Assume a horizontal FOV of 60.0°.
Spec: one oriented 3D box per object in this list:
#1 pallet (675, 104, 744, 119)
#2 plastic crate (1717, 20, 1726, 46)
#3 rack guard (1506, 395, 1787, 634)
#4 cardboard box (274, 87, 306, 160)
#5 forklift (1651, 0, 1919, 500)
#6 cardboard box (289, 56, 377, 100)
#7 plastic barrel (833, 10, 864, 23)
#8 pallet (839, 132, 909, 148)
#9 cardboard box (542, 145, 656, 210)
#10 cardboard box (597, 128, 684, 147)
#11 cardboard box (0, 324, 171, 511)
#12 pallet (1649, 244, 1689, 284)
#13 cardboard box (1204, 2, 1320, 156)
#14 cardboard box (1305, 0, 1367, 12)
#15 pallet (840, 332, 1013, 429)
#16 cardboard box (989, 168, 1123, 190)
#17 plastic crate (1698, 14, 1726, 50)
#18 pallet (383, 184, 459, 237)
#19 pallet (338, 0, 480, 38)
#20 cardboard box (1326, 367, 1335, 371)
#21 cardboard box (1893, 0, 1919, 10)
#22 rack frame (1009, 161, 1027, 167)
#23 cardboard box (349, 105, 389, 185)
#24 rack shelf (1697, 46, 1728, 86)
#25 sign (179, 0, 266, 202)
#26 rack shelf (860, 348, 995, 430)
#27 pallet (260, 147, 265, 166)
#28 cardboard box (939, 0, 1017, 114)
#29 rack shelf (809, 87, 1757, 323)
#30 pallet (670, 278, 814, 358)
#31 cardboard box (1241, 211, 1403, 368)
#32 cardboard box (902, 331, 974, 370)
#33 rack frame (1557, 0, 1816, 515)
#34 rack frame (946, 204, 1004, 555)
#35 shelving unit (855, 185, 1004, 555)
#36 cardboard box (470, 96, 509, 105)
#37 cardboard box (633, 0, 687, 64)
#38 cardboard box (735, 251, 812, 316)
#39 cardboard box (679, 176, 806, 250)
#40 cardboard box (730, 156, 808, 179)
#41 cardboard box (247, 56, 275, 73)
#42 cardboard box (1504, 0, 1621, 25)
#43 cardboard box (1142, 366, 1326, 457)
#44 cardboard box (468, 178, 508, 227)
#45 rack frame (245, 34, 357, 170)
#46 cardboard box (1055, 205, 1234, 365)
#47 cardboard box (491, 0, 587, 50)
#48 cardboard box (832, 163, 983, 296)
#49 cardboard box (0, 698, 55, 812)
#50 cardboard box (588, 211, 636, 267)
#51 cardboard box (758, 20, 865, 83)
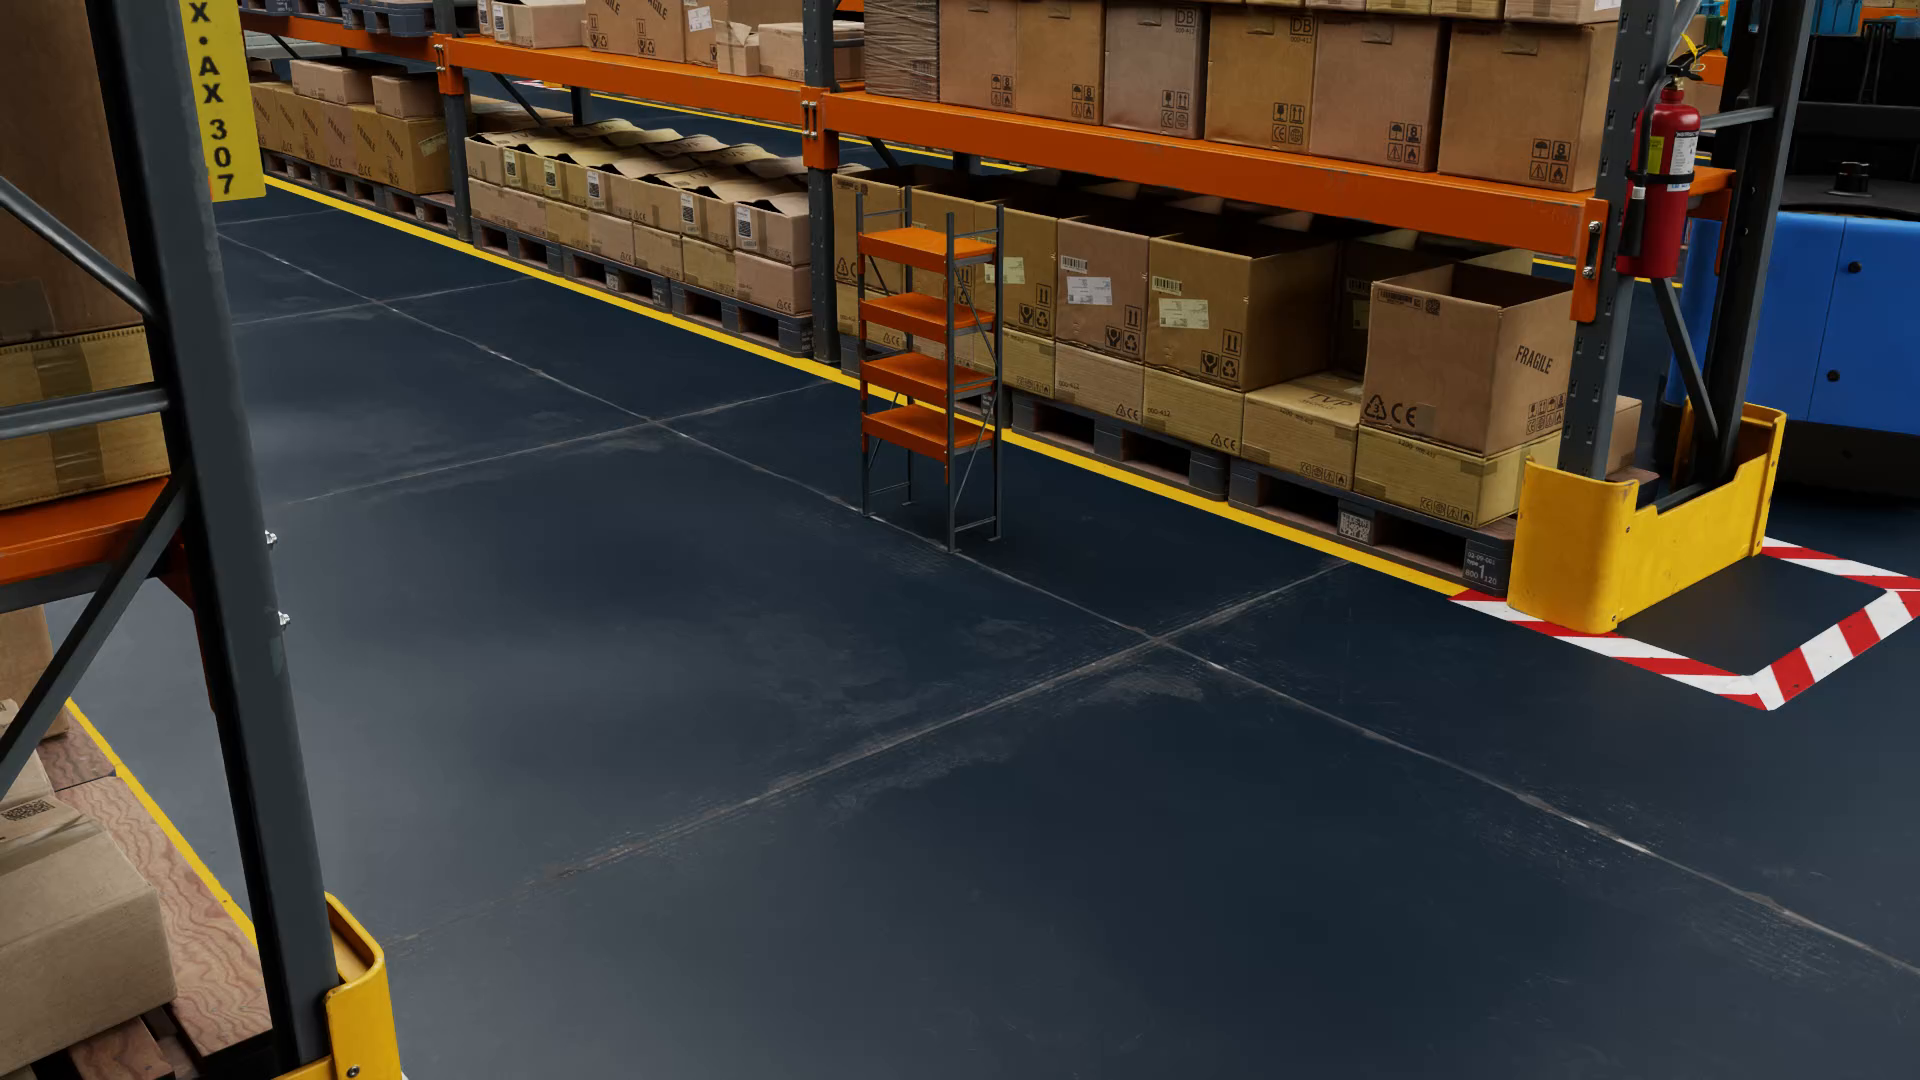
[{"bbox_3d":[-2.286,-4.672,17.623,1.003,0.211,1.213,-17,27,-37],"label":"pallet"},{"bbox_3d":[4.698,-3.055,10.033,0.530,0.136,0.437,-17,27,-37],"label":"plastic crate"},{"bbox_3d":[2.318,-0.113,5.586,1.175,0.500,0.348,-17,27,-37],"label":"rack guard"},{"bbox_3d":[-5.043,-3.303,13.128,0.500,0.500,0.500,-17,27,-37],"label":"cardboard box"},{"bbox_3d":[3.873,-2.007,7.088,1.130,2.935,3.031,11,24,25],"label":"forklift"},{"bbox_3d":[-4.747,-3.521,12.656,0.500,0.250,0.500,-17,27,-37],"label":"cardboard box"},{"bbox_3d":[-0.972,-4.645,16.032,0.600,0.901,0.708,-17,27,-37],"label":"plastic barrel"},{"bbox_3d":[-0.504,-3.918,15.697,1.003,0.211,1.213,-17,27,-37],"label":"pallet"},{"bbox_3d":[-2.120,-2.170,9.838,0.500,0.311,0.500,-18,28,-39],"label":"cardboard box"},{"bbox_3d":[-2.048,-2.442,10.530,0.500,0.311,0.500,-18,28,-38],"label":"cardboard box"},{"bbox_3d":[-1.526,-0.253,2.694,0.500,0.250,0.500,-18,28,-39],"label":"cardboard box"},{"bbox_3d":[4.653,-1.735,10.125,1.003,0.211,1.213,-17,27,-37],"label":"pallet"},{"bbox_3d":[1.341,-1.744,6.187,0.700,0.500,0.500,-17,27,-37],"label":"cardboard box"},{"bbox_3d":[1.407,-1.904,5.707,0.380,0.149,0.250,-17,27,-37],"label":"cardboard box"},{"bbox_3d":[0.178,-0.860,7.891,1.003,0.211,1.213,-17,27,-37],"label":"pallet"},{"bbox_3d":[0.477,-1.436,7.702,0.500,0.500,0.500,-17,27,-37],"label":"cardboard box"},{"bbox_3d":[4.118,-3.025,9.886,0.450,0.188,0.662,-17,27,-37],"label":"plastic crate"},{"bbox_3d":[-3.379,-2.410,11.848,1.003,0.211,1.213,-17,27,-37],"label":"pallet"},{"bbox_3d":[-3.416,-3.575,11.260,1.213,0.211,1.003,-17,27,-37],"label":"pallet"},{"bbox_3d":[1.465,-0.675,6.789,0.500,0.250,0.500,-17,27,-37],"label":"cardboard box"},{"bbox_3d":[7.618,-4.296,13.184,0.380,0.149,0.250,-17,27,-37],"label":"cardboard box"},{"bbox_3d":[0.835,-4.671,13.798,1.000,3.000,0.127,-17,27,-37],"label":"rack frame"},{"bbox_3d":[-4.046,-2.880,12.048,0.500,0.500,0.500,-19,28,-39],"label":"cardboard box"},{"bbox_3d":[4.751,-2.679,9.697,1.077,0.370,4.000,-17,27,-37],"label":"rack shelf"},{"bbox_3d":[-1.038,-0.635,2.305,0.100,0.325,0.005,-17,27,-37],"label":"sign"},{"bbox_3d":[-0.108,-0.542,5.907,0.258,0.148,0.480,-17,27,-37],"label":"rack shelf"},{"bbox_3d":[-5.979,-3.490,14.605,1.003,0.211,1.213,-17,27,-37],"label":"pallet"},{"bbox_3d":[0.334,-2.169,7.273,0.700,0.500,0.500,-18,28,-38],"label":"cardboard box"},{"bbox_3d":[0.996,-1.501,6.689,1.077,0.370,4.000,-17,27,-37],"label":"rack shelf"},{"bbox_3d":[-0.820,-1.284,8.973,1.003,0.211,1.213,-17,27,-37],"label":"pallet"},{"bbox_3d":[1.456,-1.021,6.645,0.500,0.500,0.500,-17,27,-37],"label":"cardboard box"},{"bbox_3d":[0.086,-0.964,7.526,0.500,0.250,0.500,-17,27,-37],"label":"cardboard box"},{"bbox_3d":[2.302,-1.283,5.147,1.000,3.000,0.127,-17,27,-37],"label":"rack frame"},{"bbox_3d":[0.051,-0.537,5.710,0.240,1.200,0.015,-17,27,-37],"label":"rack frame"},{"bbox_3d":[-0.108,-0.604,5.882,0.258,1.200,0.503,-17,27,-37],"label":"shelving unit"},{"bbox_3d":[-3.670,-3.011,12.383,0.500,0.500,0.500,-18,28,-38],"label":"cardboard box"},{"bbox_3d":[-1.469,-2.935,9.227,0.500,0.500,0.500,-17,27,-37],"label":"cardboard box"},{"bbox_3d":[-0.799,-1.349,8.510,0.500,0.250,0.500,-18,28,-38],"label":"cardboard box"},{"bbox_3d":[-1.135,-1.750,8.766,0.500,0.311,0.500,-17,27,-36],"label":"cardboard box"},{"bbox_3d":[-1.052,-2.020,9.455,0.500,0.311,0.500,-19,28,-39],"label":"cardboard box"},{"bbox_3d":[-6.761,-4.159,15.309,0.797,0.503,0.637,-17,27,-37],"label":"cardboard box"},{"bbox_3d":[1.908,-1.692,5.164,0.380,0.149,0.250,-18,28,-38],"label":"cardboard box"},{"bbox_3d":[1.065,-0.549,6.467,0.500,0.250,0.500,-17,27,-37],"label":"cardboard box"},{"bbox_3d":[-2.801,-2.194,10.667,0.500,0.250,0.500,-18,27,-38],"label":"cardboard box"},{"bbox_3d":[-5.531,-4.598,13.612,1.000,3.000,0.127,-17,27,-37],"label":"rack frame"},{"bbox_3d":[0.737,-1.036,6.682,0.500,0.500,0.500,-17,27,-37],"label":"cardboard box"},{"bbox_3d":[-2.483,-3.159,10.058,0.500,0.311,0.500,-18,28,-38],"label":"cardboard box"},{"bbox_3d":[-0.244,-1.450,7.739,0.500,0.500,0.500,-17,27,-37],"label":"cardboard box"},{"bbox_3d":[-2.204,0.574,3.488,0.500,0.311,0.500,-15,26,-33],"label":"cardboard box"},{"bbox_3d":[-1.794,-1.771,9.588,0.500,0.250,0.500,-17,27,-36],"label":"cardboard box"},{"bbox_3d":[-0.664,-2.444,8.317,0.500,0.250,0.500,-15,26,-34],"label":"cardboard box"}]
